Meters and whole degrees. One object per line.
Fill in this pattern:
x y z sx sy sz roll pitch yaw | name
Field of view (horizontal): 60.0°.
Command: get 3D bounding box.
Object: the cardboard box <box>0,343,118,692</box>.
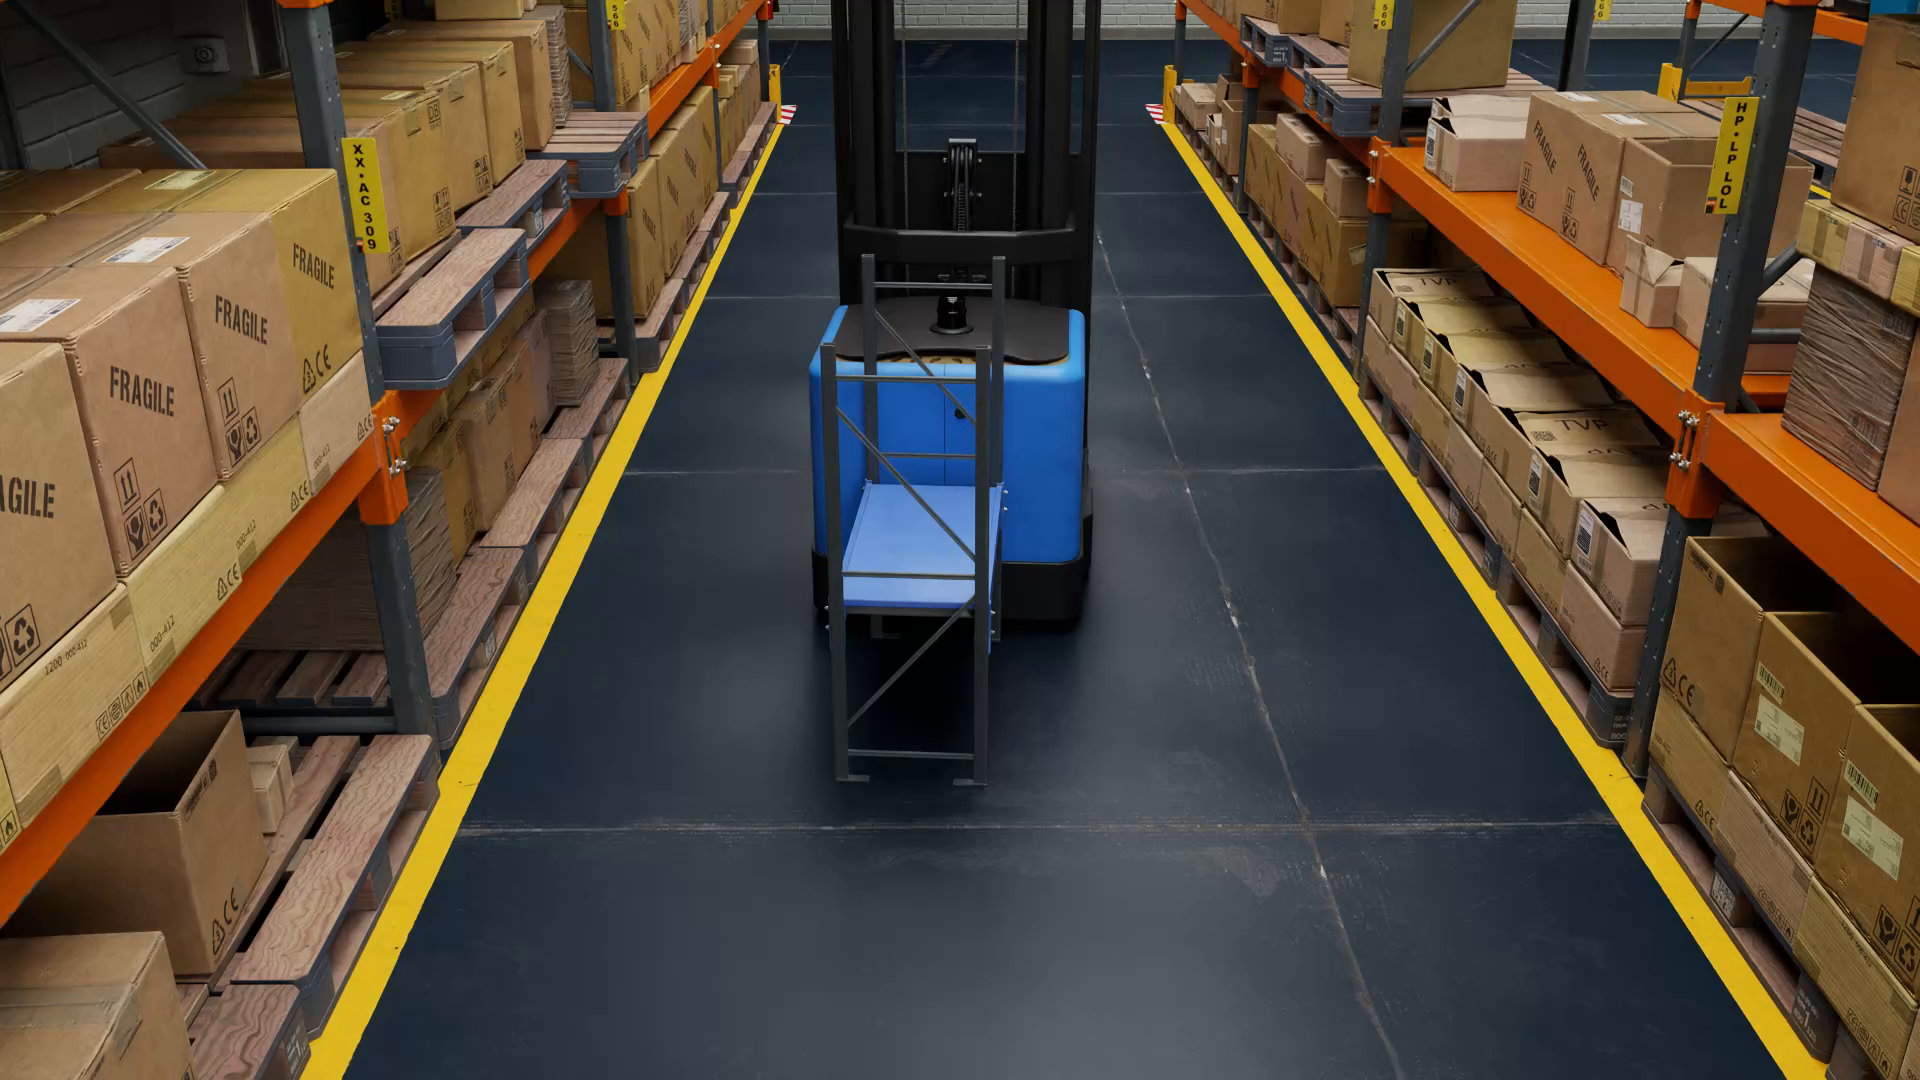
-1.902 -0.036 2.937 0.500 0.500 0.500 0 24 1 | cardboard box

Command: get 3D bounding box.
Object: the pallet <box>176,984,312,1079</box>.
-2.170 1.477 3.728 1.003 0.211 1.213 0 24 -1 | pallet

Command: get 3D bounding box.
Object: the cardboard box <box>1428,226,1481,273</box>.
2.962 -1.497 9.419 0.500 0.500 0.500 1 24 2 | cardboard box

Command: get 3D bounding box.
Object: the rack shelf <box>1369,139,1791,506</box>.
2.703 -1.094 6.903 1.077 0.370 4.000 0 24 -1 | rack shelf

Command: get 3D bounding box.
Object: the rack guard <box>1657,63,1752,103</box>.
7.534 -4.434 16.448 1.175 0.500 0.348 0 24 -1 | rack guard

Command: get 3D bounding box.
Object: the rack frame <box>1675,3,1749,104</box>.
7.547 -5.563 15.911 1.000 3.000 0.127 0 24 -1 | rack frame

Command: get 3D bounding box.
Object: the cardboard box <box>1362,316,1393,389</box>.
2.393 -0.968 8.576 0.500 0.250 0.500 0 24 -1 | cardboard box

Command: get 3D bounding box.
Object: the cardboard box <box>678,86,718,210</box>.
-2.179 -2.815 11.934 0.750 0.750 0.750 0 24 0 | cardboard box

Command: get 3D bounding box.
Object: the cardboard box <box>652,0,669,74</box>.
-2.023 -3.034 9.812 0.500 0.500 0.500 0 24 -1 | cardboard box

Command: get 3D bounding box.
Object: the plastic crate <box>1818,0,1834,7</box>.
7.271 -4.539 13.892 0.293 0.136 0.466 0 24 -1 | plastic crate

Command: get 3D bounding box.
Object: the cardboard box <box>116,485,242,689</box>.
-1.902 0.091 3.566 0.500 0.250 0.500 0 24 -1 | cardboard box

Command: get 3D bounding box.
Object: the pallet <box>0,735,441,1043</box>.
-2.186 0.973 4.843 1.003 0.211 1.213 0 24 -1 | pallet

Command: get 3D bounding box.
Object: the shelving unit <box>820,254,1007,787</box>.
-0.127 -0.095 5.641 0.538 1.500 1.048 2 24 3 | shelving unit

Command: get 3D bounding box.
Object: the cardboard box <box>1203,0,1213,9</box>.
2.352 -4.779 14.055 0.500 0.500 0.500 0 24 0 | cardboard box

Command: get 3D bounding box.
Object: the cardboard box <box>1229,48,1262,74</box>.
2.846 -4.381 15.797 0.500 0.500 0.500 0 24 -1 | cardboard box

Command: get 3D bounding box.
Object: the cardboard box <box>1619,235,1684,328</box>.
2.531 -0.898 5.759 0.396 0.266 0.258 -1 24 -2 | cardboard box

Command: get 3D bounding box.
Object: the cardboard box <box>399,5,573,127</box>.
-2.257 -2.275 7.984 0.700 0.500 0.500 -3 25 -7 | cardboard box

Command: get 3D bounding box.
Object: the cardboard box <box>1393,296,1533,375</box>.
2.407 -1.007 7.982 0.500 0.311 0.500 -1 24 -2 | cardboard box

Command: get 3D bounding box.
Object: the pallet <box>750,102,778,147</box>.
-2.273 -3.919 15.660 1.003 0.211 1.213 0 24 -1 | pallet

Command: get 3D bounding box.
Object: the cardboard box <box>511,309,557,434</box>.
-2.323 -0.775 7.822 0.700 0.500 0.500 0 24 -1 | cardboard box

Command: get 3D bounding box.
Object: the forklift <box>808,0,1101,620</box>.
0.041 -1.594 7.218 1.130 2.935 3.031 2 24 3 | forklift

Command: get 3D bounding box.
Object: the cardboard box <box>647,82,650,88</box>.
-2.086 -2.784 10.046 0.380 0.149 0.250 0 24 0 | cardboard box

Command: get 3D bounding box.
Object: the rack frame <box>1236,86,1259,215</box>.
2.637 -3.894 12.221 1.000 3.000 0.127 0 24 -1 | rack frame

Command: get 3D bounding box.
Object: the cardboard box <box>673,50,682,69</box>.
-2.047 -3.207 10.981 0.380 0.149 0.250 0 24 -1 | cardboard box

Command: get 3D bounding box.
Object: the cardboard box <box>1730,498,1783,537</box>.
2.969 0.037 5.676 0.500 0.311 0.500 0 24 0 | cardboard box

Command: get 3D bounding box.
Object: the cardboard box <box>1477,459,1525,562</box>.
2.420 -0.125 6.714 0.500 0.250 0.500 0 24 1 | cardboard box

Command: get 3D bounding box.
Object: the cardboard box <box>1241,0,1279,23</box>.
2.419 -3.935 11.680 0.700 0.500 0.500 -9 26 -18 | cardboard box

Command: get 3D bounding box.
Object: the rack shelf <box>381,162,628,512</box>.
-2.251 -1.071 6.850 1.077 0.370 4.000 0 24 -1 | rack shelf

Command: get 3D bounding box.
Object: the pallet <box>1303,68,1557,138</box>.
2.603 -2.438 9.233 1.213 0.211 1.003 0 24 -1 | pallet

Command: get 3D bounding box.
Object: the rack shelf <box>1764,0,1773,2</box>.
2.703 -2.461 6.284 1.077 0.370 4.000 0 24 -1 | rack shelf

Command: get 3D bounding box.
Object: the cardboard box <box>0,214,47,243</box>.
-2.431 -0.449 3.850 0.500 0.500 0.500 0 24 -1 | cardboard box

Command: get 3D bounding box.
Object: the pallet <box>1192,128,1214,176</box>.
2.615 -3.411 14.536 1.003 0.211 1.213 0 24 -1 | pallet

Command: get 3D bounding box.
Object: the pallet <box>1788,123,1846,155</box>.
7.527 -3.451 14.625 1.003 0.211 1.213 0 24 -1 | pallet

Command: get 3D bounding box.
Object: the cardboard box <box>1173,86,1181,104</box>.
2.255 -4.270 15.977 0.380 0.149 0.250 0 24 -1 | cardboard box

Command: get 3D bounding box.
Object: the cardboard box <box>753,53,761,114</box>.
-2.252 -4.283 15.604 0.700 0.500 0.500 0 24 -1 | cardboard box

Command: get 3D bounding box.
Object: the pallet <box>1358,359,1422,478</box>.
2.651 -0.636 8.401 1.003 0.211 1.213 0 24 -1 | pallet

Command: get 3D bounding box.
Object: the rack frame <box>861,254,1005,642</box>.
-0.094 -0.304 6.103 0.500 1.500 0.032 2 24 3 | rack frame

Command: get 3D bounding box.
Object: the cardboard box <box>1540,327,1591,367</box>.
2.948 -0.803 7.533 0.500 0.311 0.500 0 24 -1 | cardboard box

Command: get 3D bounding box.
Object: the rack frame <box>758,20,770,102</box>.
-2.360 -5.519 15.813 1.000 3.000 0.127 0 24 -1 | rack frame

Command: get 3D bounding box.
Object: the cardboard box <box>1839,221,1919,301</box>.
2.537 -0.724 4.302 0.380 0.149 0.250 0 24 0 | cardboard box

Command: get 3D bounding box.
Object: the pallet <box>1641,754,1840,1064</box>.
2.691 1.000 4.782 1.003 0.211 1.213 0 24 -1 | pallet

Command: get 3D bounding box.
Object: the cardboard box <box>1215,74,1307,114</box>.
2.612 -3.732 14.356 0.797 0.503 0.637 0 24 -1 | cardboard box

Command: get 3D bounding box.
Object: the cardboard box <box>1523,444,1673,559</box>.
2.422 -0.172 6.137 0.500 0.311 0.500 0 24 1 | cardboard box

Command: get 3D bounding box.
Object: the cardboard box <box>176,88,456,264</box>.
-2.199 -1.260 5.742 0.700 0.500 0.500 2 24 5 | cardboard box

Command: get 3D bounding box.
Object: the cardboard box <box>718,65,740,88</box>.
-2.049 -3.884 13.935 0.380 0.149 0.250 -1 24 -2 | cardboard box

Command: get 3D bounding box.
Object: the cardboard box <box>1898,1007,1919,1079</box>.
2.439 1.274 3.620 0.500 0.250 0.500 0 24 -1 | cardboard box

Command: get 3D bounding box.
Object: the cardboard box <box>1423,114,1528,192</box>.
2.497 -1.836 7.778 0.500 0.311 0.500 -1 24 -1 | cardboard box

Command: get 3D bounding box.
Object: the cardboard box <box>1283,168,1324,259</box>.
2.419 -2.122 10.800 0.500 0.500 0.500 -1 24 -3 | cardboard box

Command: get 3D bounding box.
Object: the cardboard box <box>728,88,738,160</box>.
-2.224 -3.439 13.737 0.700 0.500 0.500 0 24 -1 | cardboard box

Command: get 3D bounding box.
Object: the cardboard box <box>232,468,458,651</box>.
-2.253 0.061 5.974 0.700 0.500 0.500 1 24 1 | cardboard box

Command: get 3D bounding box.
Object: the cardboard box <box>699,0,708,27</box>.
-2.059 -3.872 11.664 0.500 0.500 0.500 -1 24 -1 | cardboard box

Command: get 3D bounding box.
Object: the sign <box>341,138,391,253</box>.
-1.686 -0.974 4.713 0.100 0.325 0.005 0 24 -1 | sign

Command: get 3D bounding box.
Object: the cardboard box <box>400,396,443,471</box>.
-2.262 -0.462 6.221 0.500 0.250 0.500 -1 24 -2 | cardboard box
